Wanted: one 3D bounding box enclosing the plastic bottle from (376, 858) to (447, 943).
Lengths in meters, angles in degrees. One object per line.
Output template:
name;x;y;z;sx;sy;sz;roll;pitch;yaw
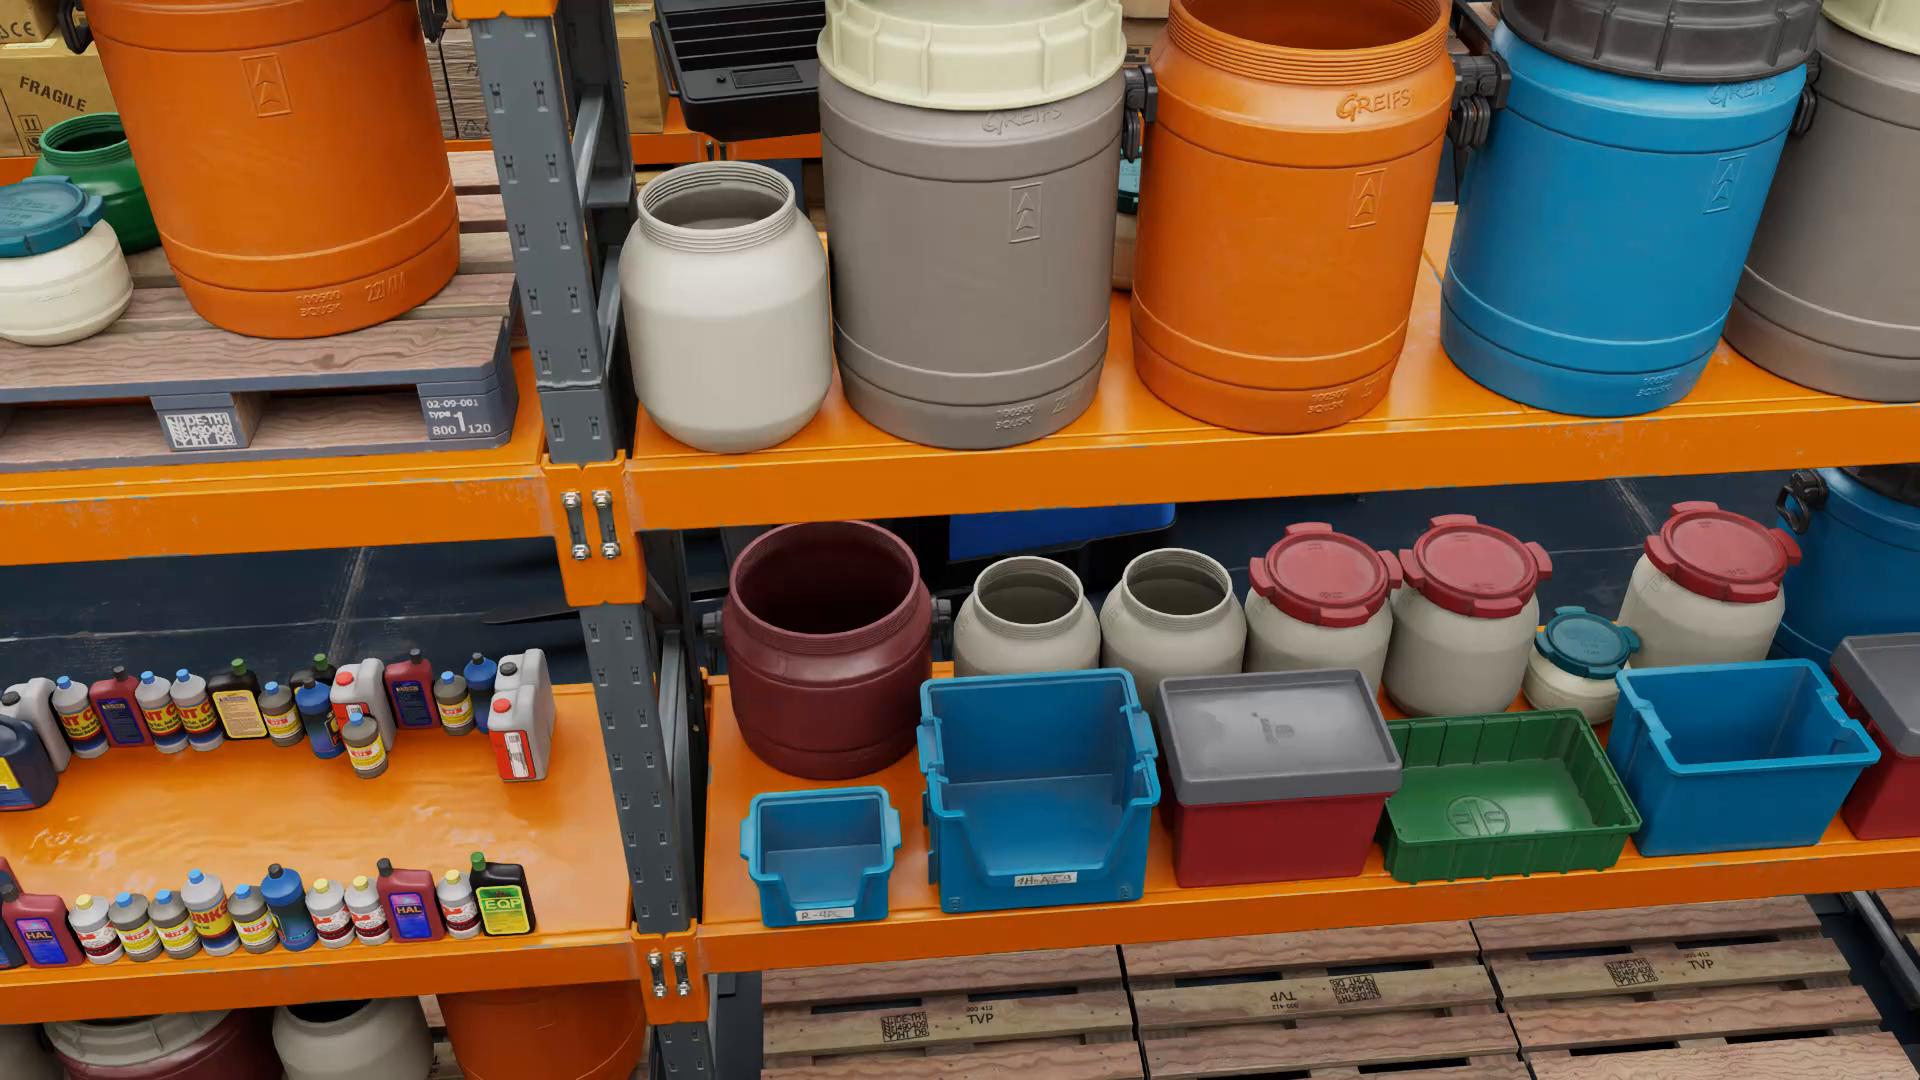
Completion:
plastic bottle;-1.410;0.918;4.259;0.133;0.283;0.061;-3;38;-4

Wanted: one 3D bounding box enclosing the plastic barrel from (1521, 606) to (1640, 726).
plastic barrel;1.838;0.387;4.949;0.301;0.262;0.301;0;38;0

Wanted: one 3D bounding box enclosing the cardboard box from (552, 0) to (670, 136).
cardboard box;-1.723;-2.341;8.214;0.500;0.500;0.500;-2;38;-3

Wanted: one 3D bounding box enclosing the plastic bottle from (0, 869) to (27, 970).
plastic bottle;-2.480;0.925;4.196;0.185;0.351;0.144;-3;38;-4

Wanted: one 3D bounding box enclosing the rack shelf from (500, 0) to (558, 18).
rack shelf;1.178;-1.451;3.228;4.000;0.370;1.077;-3;38;-4

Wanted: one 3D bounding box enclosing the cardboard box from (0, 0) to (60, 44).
cardboard box;-4.602;-2.735;7.904;0.637;0.503;0.797;-4;38;-5

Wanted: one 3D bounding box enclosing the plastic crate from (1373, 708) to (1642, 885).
plastic crate;1.460;0.708;4.602;0.662;0.188;0.450;-3;38;-4

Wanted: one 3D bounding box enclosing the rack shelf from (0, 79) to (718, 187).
rack shelf;-3.245;-2.089;8.557;4.000;0.370;1.077;-3;38;-4

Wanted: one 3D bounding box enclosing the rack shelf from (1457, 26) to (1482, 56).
rack shelf;4.723;-2.528;9.113;4.000;0.370;1.077;-3;38;-4

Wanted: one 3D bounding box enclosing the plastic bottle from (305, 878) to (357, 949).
plastic bottle;-1.623;0.951;4.283;0.097;0.201;0.097;0;38;0

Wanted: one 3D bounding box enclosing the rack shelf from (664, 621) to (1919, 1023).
rack shelf;1.178;0.747;4.962;4.000;0.370;1.077;-3;38;-4

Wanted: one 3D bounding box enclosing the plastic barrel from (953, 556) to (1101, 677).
plastic barrel;0.191;0.342;4.804;0.421;0.512;0.421;0;38;0

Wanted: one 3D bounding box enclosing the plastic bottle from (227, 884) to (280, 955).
plastic bottle;-1.817;0.962;4.270;0.097;0.201;0.097;0;38;0

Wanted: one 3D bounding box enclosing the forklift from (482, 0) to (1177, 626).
forklift;-0.609;-1.056;6.722;3.031;2.935;1.130;-9;39;-11

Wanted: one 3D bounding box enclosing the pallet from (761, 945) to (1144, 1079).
pallet;-0.040;1.651;5.488;1.213;0.211;1.003;-3;38;-4

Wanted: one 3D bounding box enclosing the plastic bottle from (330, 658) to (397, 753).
plastic bottle;-1.735;0.473;4.829;0.135;0.276;0.152;-3;38;-4

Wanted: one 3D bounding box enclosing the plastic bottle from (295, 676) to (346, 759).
plastic bottle;-1.848;0.502;4.796;0.097;0.271;0.097;0;38;0

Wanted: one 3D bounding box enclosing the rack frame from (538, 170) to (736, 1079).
rack frame;-0.815;0.575;4.600;0.127;3.000;1.000;-3;38;-4

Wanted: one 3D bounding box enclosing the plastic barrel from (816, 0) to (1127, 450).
plastic barrel;0.023;-0.711;3.403;0.600;0.901;0.600;0;38;0

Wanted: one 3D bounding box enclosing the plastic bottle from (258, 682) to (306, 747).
plastic bottle;-1.986;0.499;4.856;0.097;0.201;0.097;0;38;0

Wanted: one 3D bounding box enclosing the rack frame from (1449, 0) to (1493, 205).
rack frame;2.731;-2.701;8.751;0.127;3.000;1.000;-3;38;-4

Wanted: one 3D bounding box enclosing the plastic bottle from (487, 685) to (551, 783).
plastic bottle;-1.261;0.541;4.742;0.135;0.276;0.152;-3;38;-4

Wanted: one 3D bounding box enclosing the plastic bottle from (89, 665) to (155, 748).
plastic bottle;-2.429;0.480;4.814;0.133;0.283;0.061;-3;38;-4

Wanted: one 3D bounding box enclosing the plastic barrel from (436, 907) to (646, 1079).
plastic barrel;-1.300;1.299;5.095;0.708;0.830;0.600;-3;38;-4

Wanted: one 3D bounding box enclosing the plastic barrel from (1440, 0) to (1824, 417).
plastic barrel;1.379;-0.786;3.498;0.708;0.901;0.600;-3;38;-4

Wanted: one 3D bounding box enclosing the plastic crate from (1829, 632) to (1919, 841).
plastic crate;2.714;0.545;4.586;0.583;0.464;0.402;-3;38;-4

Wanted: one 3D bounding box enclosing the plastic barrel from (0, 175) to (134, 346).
plastic barrel;-1.870;-0.564;3.395;0.301;0.262;0.301;0;38;0

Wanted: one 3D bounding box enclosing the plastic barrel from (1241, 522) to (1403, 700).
plastic barrel;1.036;0.283;4.860;0.433;0.535;0.433;0;38;0

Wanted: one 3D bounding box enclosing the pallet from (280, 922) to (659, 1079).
pallet;-1.596;1.738;5.377;1.213;0.211;1.003;-3;38;-4

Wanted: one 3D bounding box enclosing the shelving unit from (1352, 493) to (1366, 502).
shelving unit;1.373;-0.847;7.613;1.048;1.500;0.538;-9;39;-11

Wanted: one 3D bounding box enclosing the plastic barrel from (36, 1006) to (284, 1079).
plastic barrel;-2.425;1.456;5.091;0.708;0.588;0.600;-3;38;-4

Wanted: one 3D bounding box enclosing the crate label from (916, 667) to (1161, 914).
crate label;0.199;0.673;4.447;0.616;0.435;0.502;-3;38;-4

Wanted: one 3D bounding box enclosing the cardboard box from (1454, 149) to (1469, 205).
cardboard box;3.133;-1.882;9.392;0.500;0.500;0.500;-4;38;-5

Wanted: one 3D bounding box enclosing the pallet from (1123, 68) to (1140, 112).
pallet;0.715;-2.540;8.702;1.213;0.211;1.003;-3;38;-4

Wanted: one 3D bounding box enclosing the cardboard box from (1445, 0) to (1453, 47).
cardboard box;1.927;-3.144;8.490;1.000;1.000;1.000;-3;38;-4

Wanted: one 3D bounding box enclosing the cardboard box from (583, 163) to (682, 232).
cardboard box;-1.943;-1.787;8.970;0.875;0.875;1.225;-5;39;-6

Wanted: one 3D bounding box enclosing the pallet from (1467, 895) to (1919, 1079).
pallet;2.391;1.517;5.657;1.213;0.211;1.003;-3;38;-4

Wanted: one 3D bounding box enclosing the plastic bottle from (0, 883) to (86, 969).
plastic bottle;-2.318;0.968;4.195;0.133;0.283;0.061;-3;38;-4

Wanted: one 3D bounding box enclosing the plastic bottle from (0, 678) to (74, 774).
plastic bottle;-2.656;0.524;4.765;0.135;0.276;0.152;-3;38;-4

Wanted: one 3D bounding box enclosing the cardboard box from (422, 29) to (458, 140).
cardboard box;-2.737;-2.286;8.146;0.500;0.500;0.500;-4;38;-5

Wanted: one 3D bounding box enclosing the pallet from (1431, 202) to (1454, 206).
pallet;3.397;-1.665;9.690;1.213;0.211;1.003;-3;38;-4

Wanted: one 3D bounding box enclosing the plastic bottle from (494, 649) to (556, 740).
plastic bottle;-1.274;0.448;4.861;0.135;0.276;0.152;-3;38;-4

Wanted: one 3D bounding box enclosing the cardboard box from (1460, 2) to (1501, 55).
cardboard box;2.919;-2.795;9.074;0.250;0.149;0.380;-3;38;-4

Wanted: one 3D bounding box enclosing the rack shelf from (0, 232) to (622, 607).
rack shelf;-2.807;-0.211;3.755;4.000;0.370;1.077;-3;38;-4

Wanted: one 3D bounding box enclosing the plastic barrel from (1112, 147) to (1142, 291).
plastic barrel;0.431;-0.763;3.985;0.301;0.262;0.301;0;38;0

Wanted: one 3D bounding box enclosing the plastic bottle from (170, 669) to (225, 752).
plastic bottle;-2.216;0.484;4.819;0.097;0.271;0.097;0;38;0

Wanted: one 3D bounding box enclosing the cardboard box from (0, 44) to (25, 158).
cardboard box;-4.757;-2.172;8.001;0.500;0.500;0.500;-3;38;-4

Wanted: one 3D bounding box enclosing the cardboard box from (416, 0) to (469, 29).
cardboard box;-2.632;-2.850;8.050;0.637;0.503;0.797;-2;38;-3

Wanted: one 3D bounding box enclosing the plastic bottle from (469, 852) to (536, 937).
plastic bottle;-1.180;0.906;4.275;0.133;0.283;0.061;-3;38;-4

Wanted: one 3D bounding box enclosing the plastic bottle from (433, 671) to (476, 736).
plastic bottle;-1.489;0.472;4.891;0.097;0.201;0.097;0;38;0

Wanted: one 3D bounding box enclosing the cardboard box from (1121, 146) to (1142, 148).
cardboard box;1.083;-1.826;9.306;0.500;0.500;0.700;-6;39;-8

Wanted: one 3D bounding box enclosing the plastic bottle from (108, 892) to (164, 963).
plastic bottle;-2.108;0.978;4.250;0.097;0.201;0.097;0;38;0

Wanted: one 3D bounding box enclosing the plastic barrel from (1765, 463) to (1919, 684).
plastic barrel;2.758;-0.007;4.933;0.708;0.901;0.600;-3;38;-4
